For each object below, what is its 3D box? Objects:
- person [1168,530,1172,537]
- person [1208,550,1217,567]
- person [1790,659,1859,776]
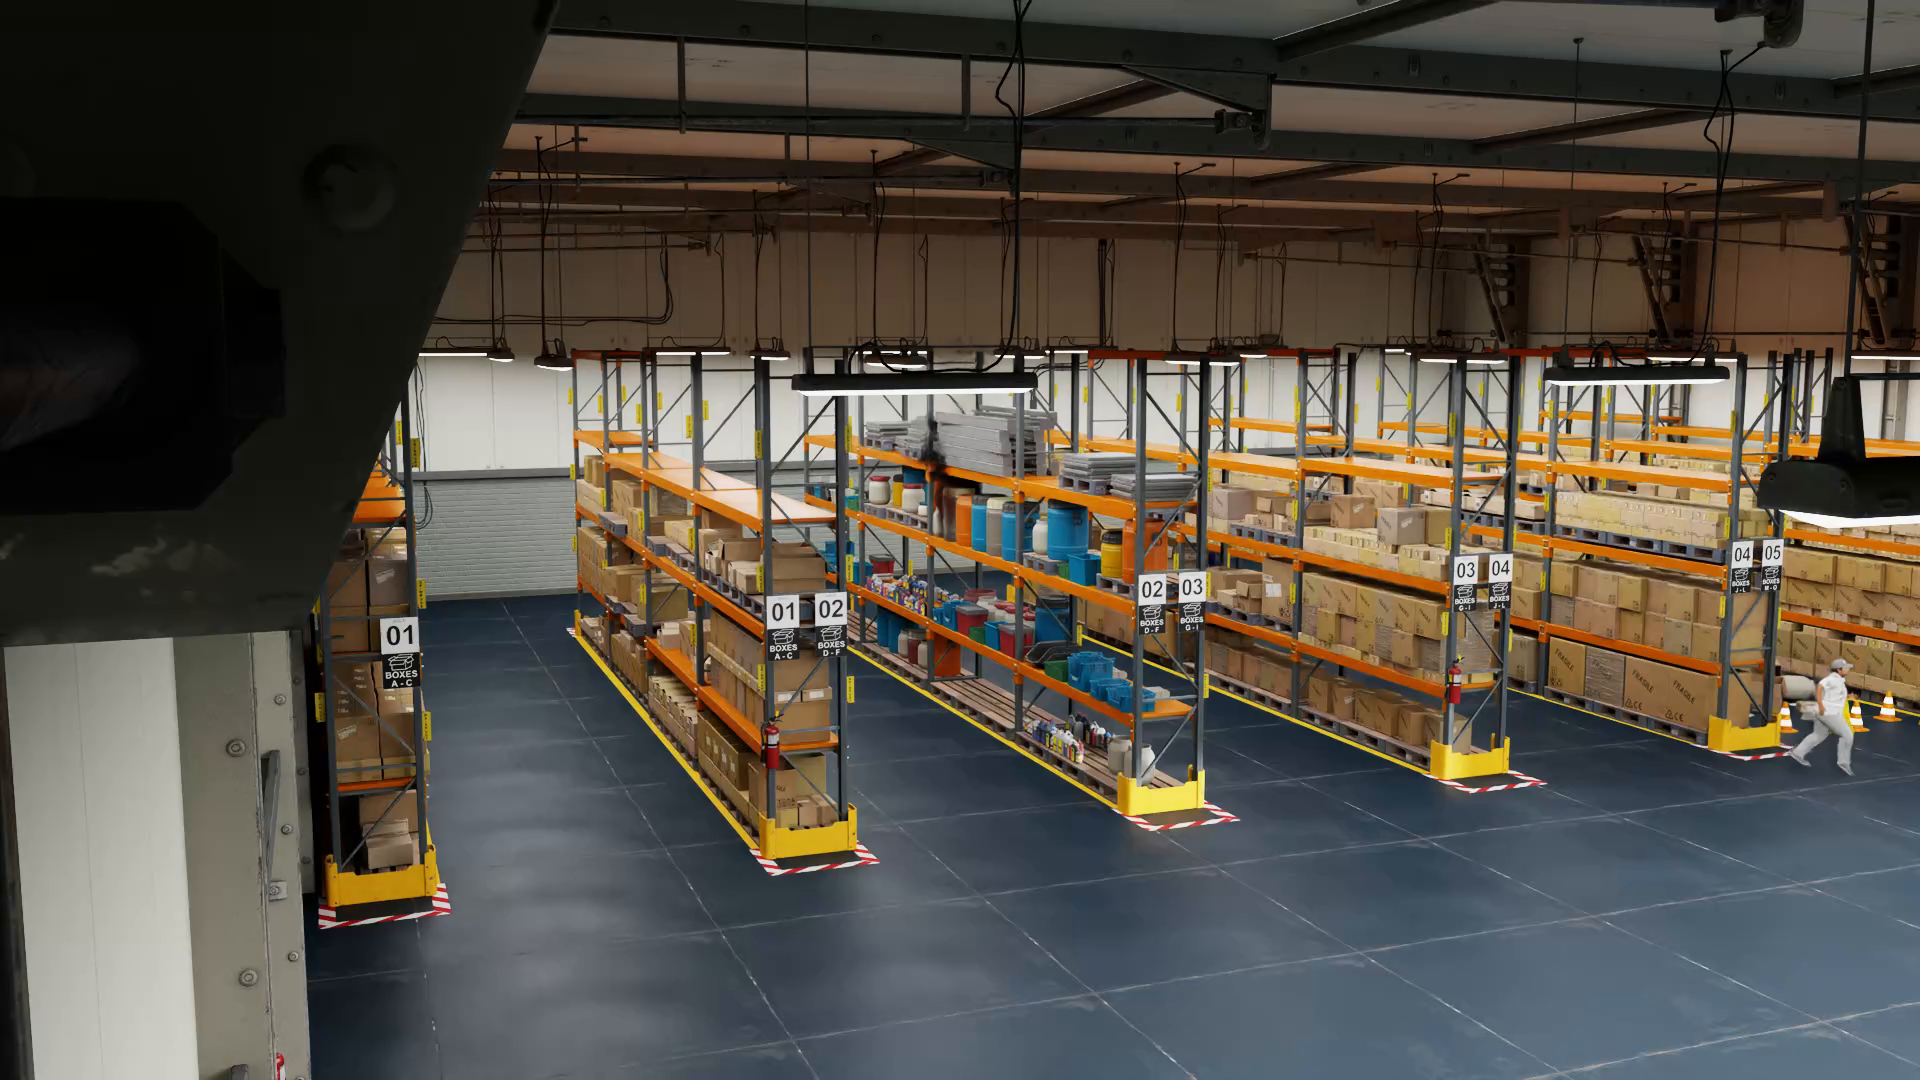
[{"bbox_3d":[4.760,0.566,39.469,0.741,1.714,1.007,0,7,-2],"label":"person"},{"bbox_3d":[6.220,0.343,41.577,0.911,1.628,0.604,2,7,13],"label":"person"},{"bbox_3d":[12.487,2.547,23.997,0.853,1.713,0.613,3,8,23],"label":"person"}]
